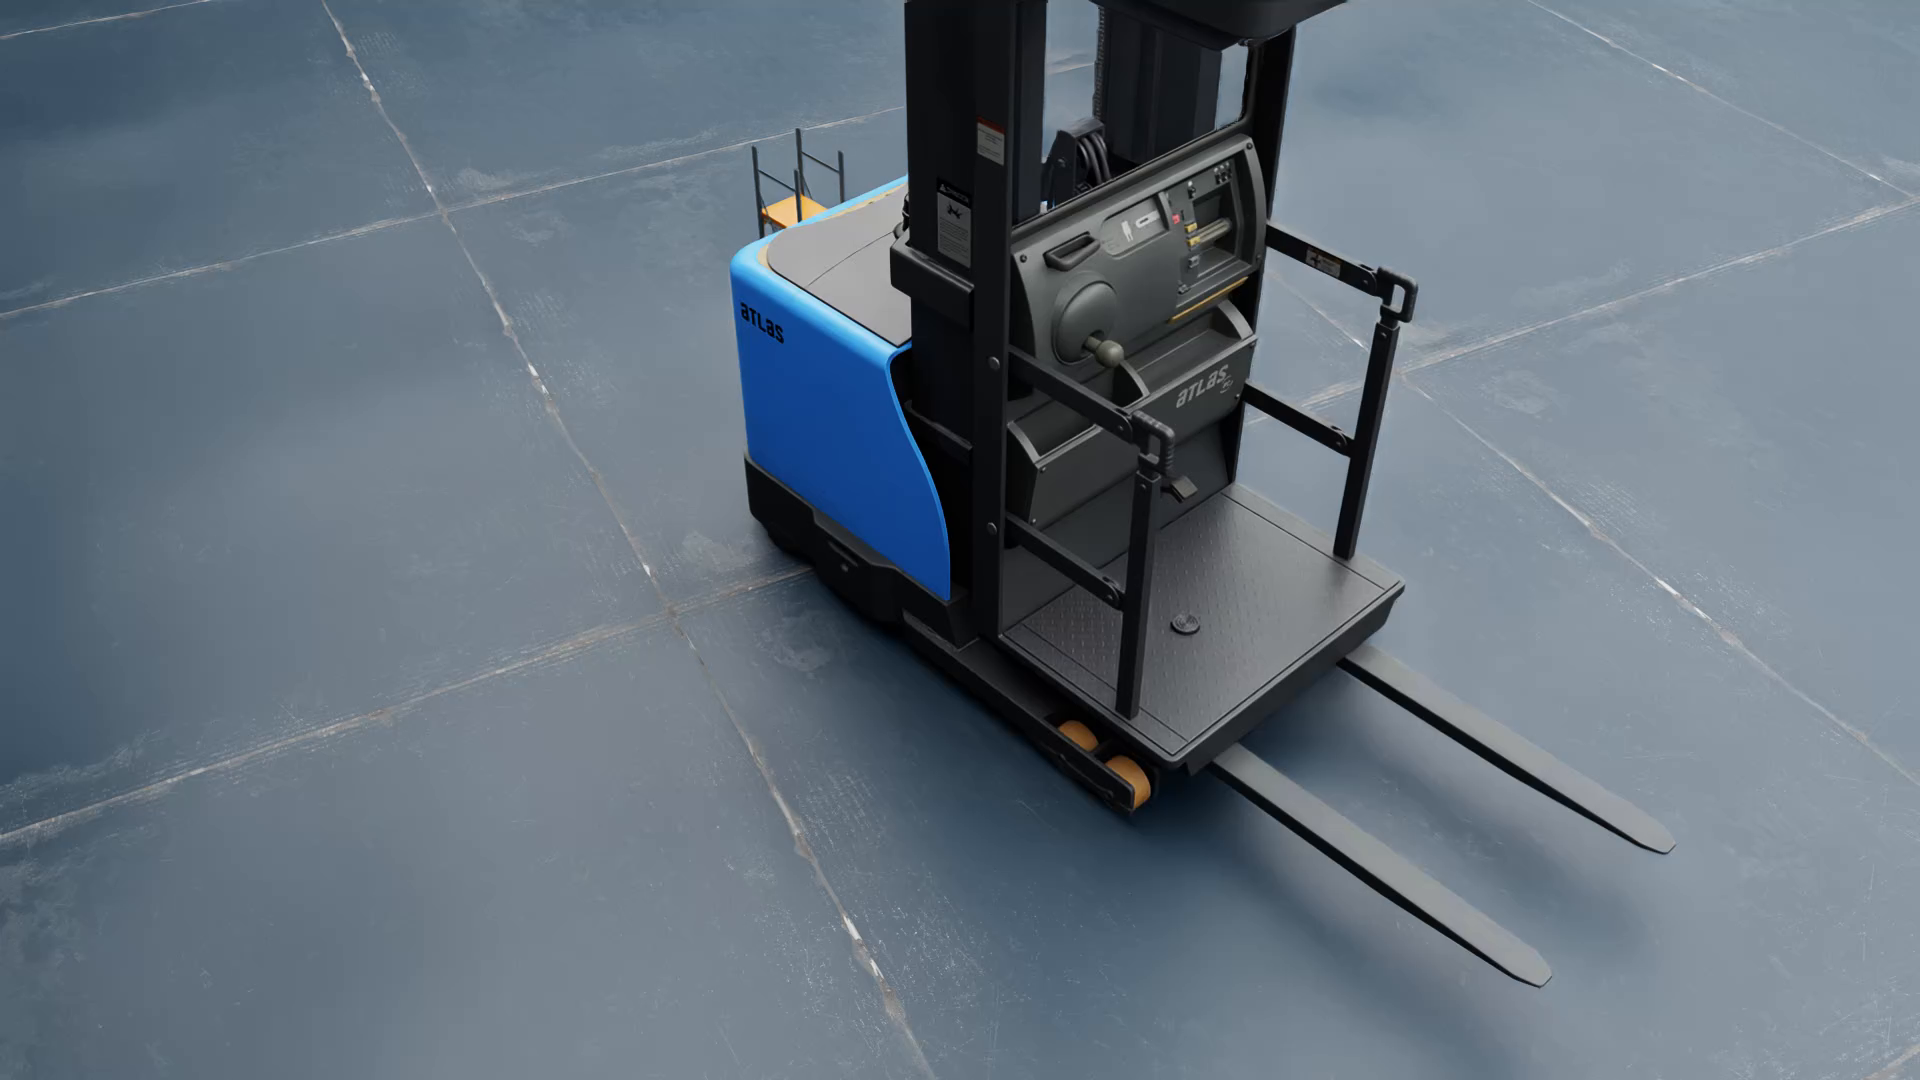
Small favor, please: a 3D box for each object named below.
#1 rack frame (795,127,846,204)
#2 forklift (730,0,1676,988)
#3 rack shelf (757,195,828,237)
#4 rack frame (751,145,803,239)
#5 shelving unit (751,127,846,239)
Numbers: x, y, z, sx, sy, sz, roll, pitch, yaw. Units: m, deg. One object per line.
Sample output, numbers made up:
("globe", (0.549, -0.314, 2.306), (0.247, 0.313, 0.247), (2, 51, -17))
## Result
("rack frame", (-0.460, -0.851, 5.826), (0.006, 1.200, 0.240), (-31, 49, -31))
("forklift", (0.642, -0.706, 4.315), (1.130, 2.935, 3.031), (-31, 49, -31))
("rack shelf", (-0.527, -1.051, 5.575), (0.180, 0.103, 0.258), (-31, 49, -31))
("rack frame", (-0.594, -0.770, 5.730), (0.006, 1.200, 0.240), (-31, 49, -31))
("shelving unit", (-0.527, -0.810, 5.778), (0.189, 1.200, 0.258), (-31, 49, -31))
